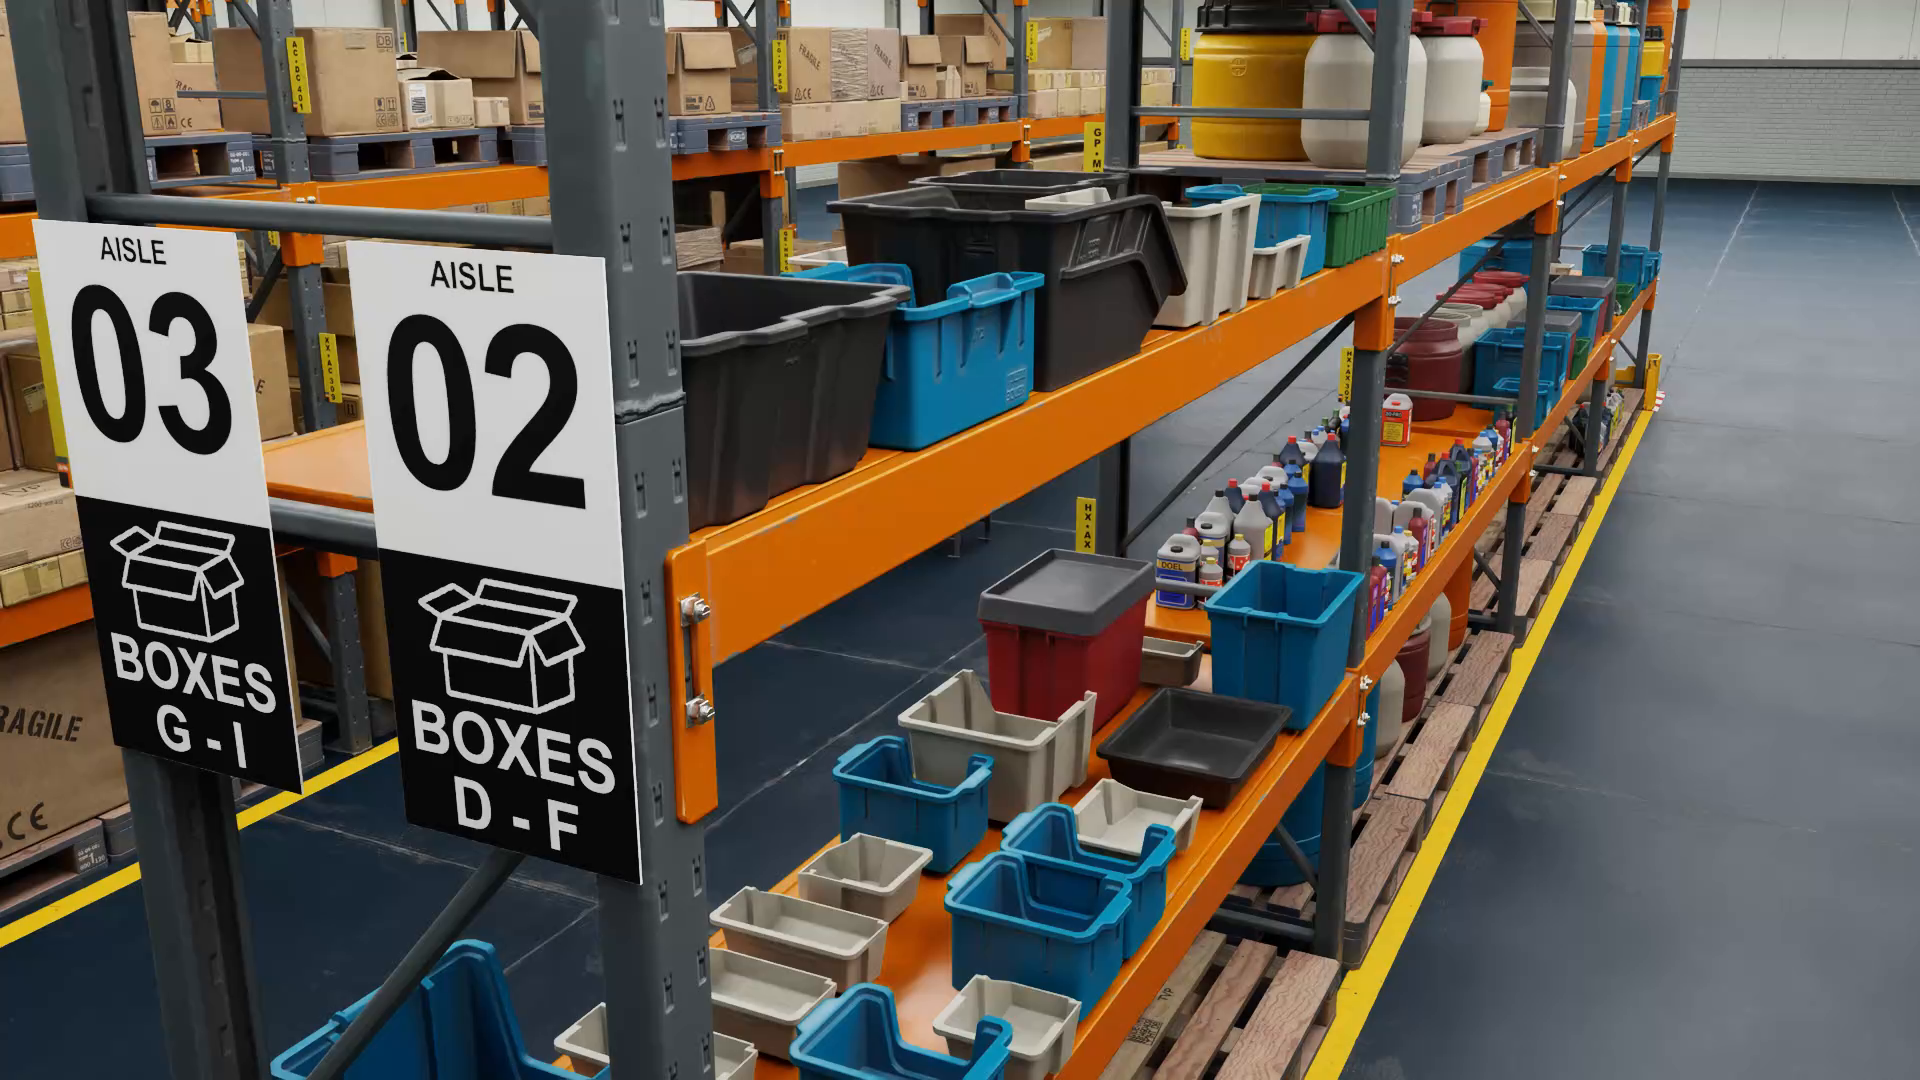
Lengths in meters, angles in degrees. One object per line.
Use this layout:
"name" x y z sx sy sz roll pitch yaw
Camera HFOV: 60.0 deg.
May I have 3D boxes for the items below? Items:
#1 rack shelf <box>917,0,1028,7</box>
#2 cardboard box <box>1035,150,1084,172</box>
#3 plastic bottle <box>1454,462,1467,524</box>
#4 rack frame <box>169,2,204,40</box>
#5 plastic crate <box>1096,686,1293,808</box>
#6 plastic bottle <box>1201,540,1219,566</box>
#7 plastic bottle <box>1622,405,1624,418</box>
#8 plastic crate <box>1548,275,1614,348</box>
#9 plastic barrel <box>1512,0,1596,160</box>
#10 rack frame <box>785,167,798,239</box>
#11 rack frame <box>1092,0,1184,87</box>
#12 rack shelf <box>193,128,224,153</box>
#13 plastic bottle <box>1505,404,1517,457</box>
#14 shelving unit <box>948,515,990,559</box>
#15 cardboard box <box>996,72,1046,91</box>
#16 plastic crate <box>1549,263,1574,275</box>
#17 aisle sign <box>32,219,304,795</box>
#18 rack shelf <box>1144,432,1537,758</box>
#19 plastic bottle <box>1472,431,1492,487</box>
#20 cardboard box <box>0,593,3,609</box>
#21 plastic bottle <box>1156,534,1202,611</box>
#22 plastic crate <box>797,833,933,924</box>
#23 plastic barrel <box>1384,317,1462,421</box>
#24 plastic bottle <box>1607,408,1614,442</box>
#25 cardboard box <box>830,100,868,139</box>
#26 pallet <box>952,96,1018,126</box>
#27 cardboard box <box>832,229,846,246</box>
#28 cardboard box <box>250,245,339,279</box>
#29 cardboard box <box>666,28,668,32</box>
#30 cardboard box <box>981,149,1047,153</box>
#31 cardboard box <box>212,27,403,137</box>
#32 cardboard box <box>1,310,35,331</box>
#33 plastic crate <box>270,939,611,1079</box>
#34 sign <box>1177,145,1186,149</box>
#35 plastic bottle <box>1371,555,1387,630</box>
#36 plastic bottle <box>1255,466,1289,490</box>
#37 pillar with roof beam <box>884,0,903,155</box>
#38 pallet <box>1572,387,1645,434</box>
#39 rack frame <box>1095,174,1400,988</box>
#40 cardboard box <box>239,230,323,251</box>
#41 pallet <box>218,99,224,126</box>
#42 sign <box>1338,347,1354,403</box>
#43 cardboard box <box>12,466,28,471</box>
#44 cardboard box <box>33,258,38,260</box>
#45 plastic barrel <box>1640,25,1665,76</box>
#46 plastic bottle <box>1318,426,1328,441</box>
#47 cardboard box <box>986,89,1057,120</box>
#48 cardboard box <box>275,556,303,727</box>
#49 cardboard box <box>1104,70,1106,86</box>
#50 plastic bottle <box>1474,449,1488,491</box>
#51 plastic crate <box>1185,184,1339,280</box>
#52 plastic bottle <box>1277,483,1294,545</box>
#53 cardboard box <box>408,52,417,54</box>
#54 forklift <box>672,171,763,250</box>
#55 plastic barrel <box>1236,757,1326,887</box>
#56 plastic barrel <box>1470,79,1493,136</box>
"rack shelf" -0.775 -4.293 12.639 1.077 0.370 4.000 8 18 25
"cardboard box" 0.993 -3.470 15.985 0.500 0.500 0.500 8 18 25
"plastic bottle" 2.310 -0.229 7.730 0.061 0.283 0.133 8 18 25
"rack frame" -11.402 -8.249 23.993 1.000 3.000 0.127 8 18 25
"plastic crate" 0.715 0.627 5.022 0.437 0.125 0.590 8 18 25
"plastic bottle" 1.003 0.099 6.770 0.097 0.201 0.097 0 17 0
"plastic bottle" 5.908 -1.198 14.930 0.097 0.201 0.097 0 17 0
"plastic crate" 4.607 -1.701 12.371 0.402 0.464 0.583 8 18 25
"plastic barrel" 3.323 -2.674 9.609 0.600 0.901 0.600 0 17 0
"rack frame" -2.486 -4.139 20.690 1.000 3.000 0.127 8 18 25
"rack frame" 1.906 -6.358 17.625 1.000 3.000 0.127 8 18 25
"rack shelf" -6.955 -2.685 11.790 1.077 0.370 4.000 8 18 25
"plastic bottle" 2.963 -0.601 8.984 0.061 0.283 0.133 8 18 25
"shelving unit" -0.074 -0.964 11.583 0.431 2.100 0.503 8 18 25
"cardboard box" 0.539 -4.064 14.733 0.380 0.149 0.250 8 18 24
"plastic crate" 5.649 -2.538 15.765 0.298 0.136 0.250 8 18 25
"aisle sign" -1.107 -0.041 2.329 0.394 0.787 0.004 8 18 25
"rack shelf" 1.868 0.040 7.884 1.077 0.370 4.000 8 18 25
"plastic bottle" 2.618 -0.410 8.362 0.097 0.271 0.097 0 17 0
"cardboard box" -3.988 0.207 6.502 0.380 0.149 0.250 8 19 26
"plastic bottle" 0.861 0.123 6.560 0.152 0.276 0.135 8 18 25
"plastic crate" -0.250 0.867 4.195 0.298 0.136 0.250 8 18 25
"plastic barrel" 2.698 -1.036 10.005 0.600 0.536 0.708 8 18 25
"plastic bottle" 5.477 -0.979 14.051 0.061 0.283 0.133 9 19 28
"cardboard box" -1.002 -3.028 11.946 0.500 0.250 0.500 9 19 27
"pallet" -0.253 -3.667 14.164 1.213 0.211 1.003 8 18 25
"cardboard box" -0.574 -2.260 13.448 0.797 0.503 0.637 10 19 31
"cardboard box" -5.619 -2.229 14.085 0.500 0.500 0.500 8 18 26
"cardboard box" -3.240 -5.443 17.939 0.380 0.149 0.250 8 18 25
"cardboard box" 0.520 -3.537 16.211 0.500 0.500 0.500 8 18 25
"cardboard box" -3.206 -2.261 8.188 0.700 0.500 0.500 9 19 27
"cardboard box" -6.682 -1.538 11.638 0.380 0.149 0.250 8 18 24
"plastic crate" -0.830 1.069 2.989 0.616 0.435 0.499 8 18 25
"sign" 2.393 -4.113 18.014 0.100 0.325 0.005 8 18 25
"plastic bottle" 1.580 0.188 6.329 0.061 0.283 0.133 8 18 25
"plastic bottle" 1.414 -0.192 7.620 0.152 0.276 0.135 8 18 25
"pillar with roof beam" 2.056 -13.752 42.520 9.100 9.000 0.400 8 18 25
"pallet" 5.977 -1.283 15.975 1.003 0.211 1.213 8 18 25
"rack frame" 0.975 0.205 6.066 1.000 3.000 0.127 8 18 25
"cardboard box" -5.852 -2.741 14.054 0.700 0.500 0.500 8 18 25
"pallet" -5.821 -3.619 14.004 1.213 0.211 1.003 9 19 28
"sign" 2.267 -0.960 9.703 0.100 0.325 0.005 8 18 25
"cardboard box" -4.127 -0.284 7.452 0.500 0.250 0.500 8 18 25
"cardboard box" -6.450 -1.955 11.996 0.380 0.149 0.250 9 19 28
"plastic barrel" 5.941 -4.275 14.812 0.600 0.588 0.600 0 17 0
"plastic bottle" 1.834 -0.447 8.485 0.097 0.271 0.097 0 17 0
"cardboard box" 0.548 -3.911 14.919 0.500 0.250 0.500 7 18 23
"cardboard box" -3.823 0.550 7.899 0.875 0.875 0.875 8 18 25
"cardboard box" 1.309 -4.534 16.317 0.380 0.149 0.250 7 18 23
"plastic bottle" 2.574 -0.352 8.289 0.097 0.201 0.097 0 17 0
"plastic crate" 0.853 -0.880 4.745 0.416 0.233 0.300 8 18 25
"plastic bottle" 1.430 -0.120 7.385 0.097 0.271 0.097 0 17 0
"cardboard box" -7.094 -6.191 21.371 0.380 0.149 0.250 8 18 25
"forklift" -2.368 -2.063 13.824 1.130 2.935 3.031 14 21 38
"plastic barrel" 1.233 0.873 6.764 0.600 0.901 0.708 8 18 25
"plastic barrel" 2.414 -2.095 8.047 0.301 0.262 0.301 0 17 0
